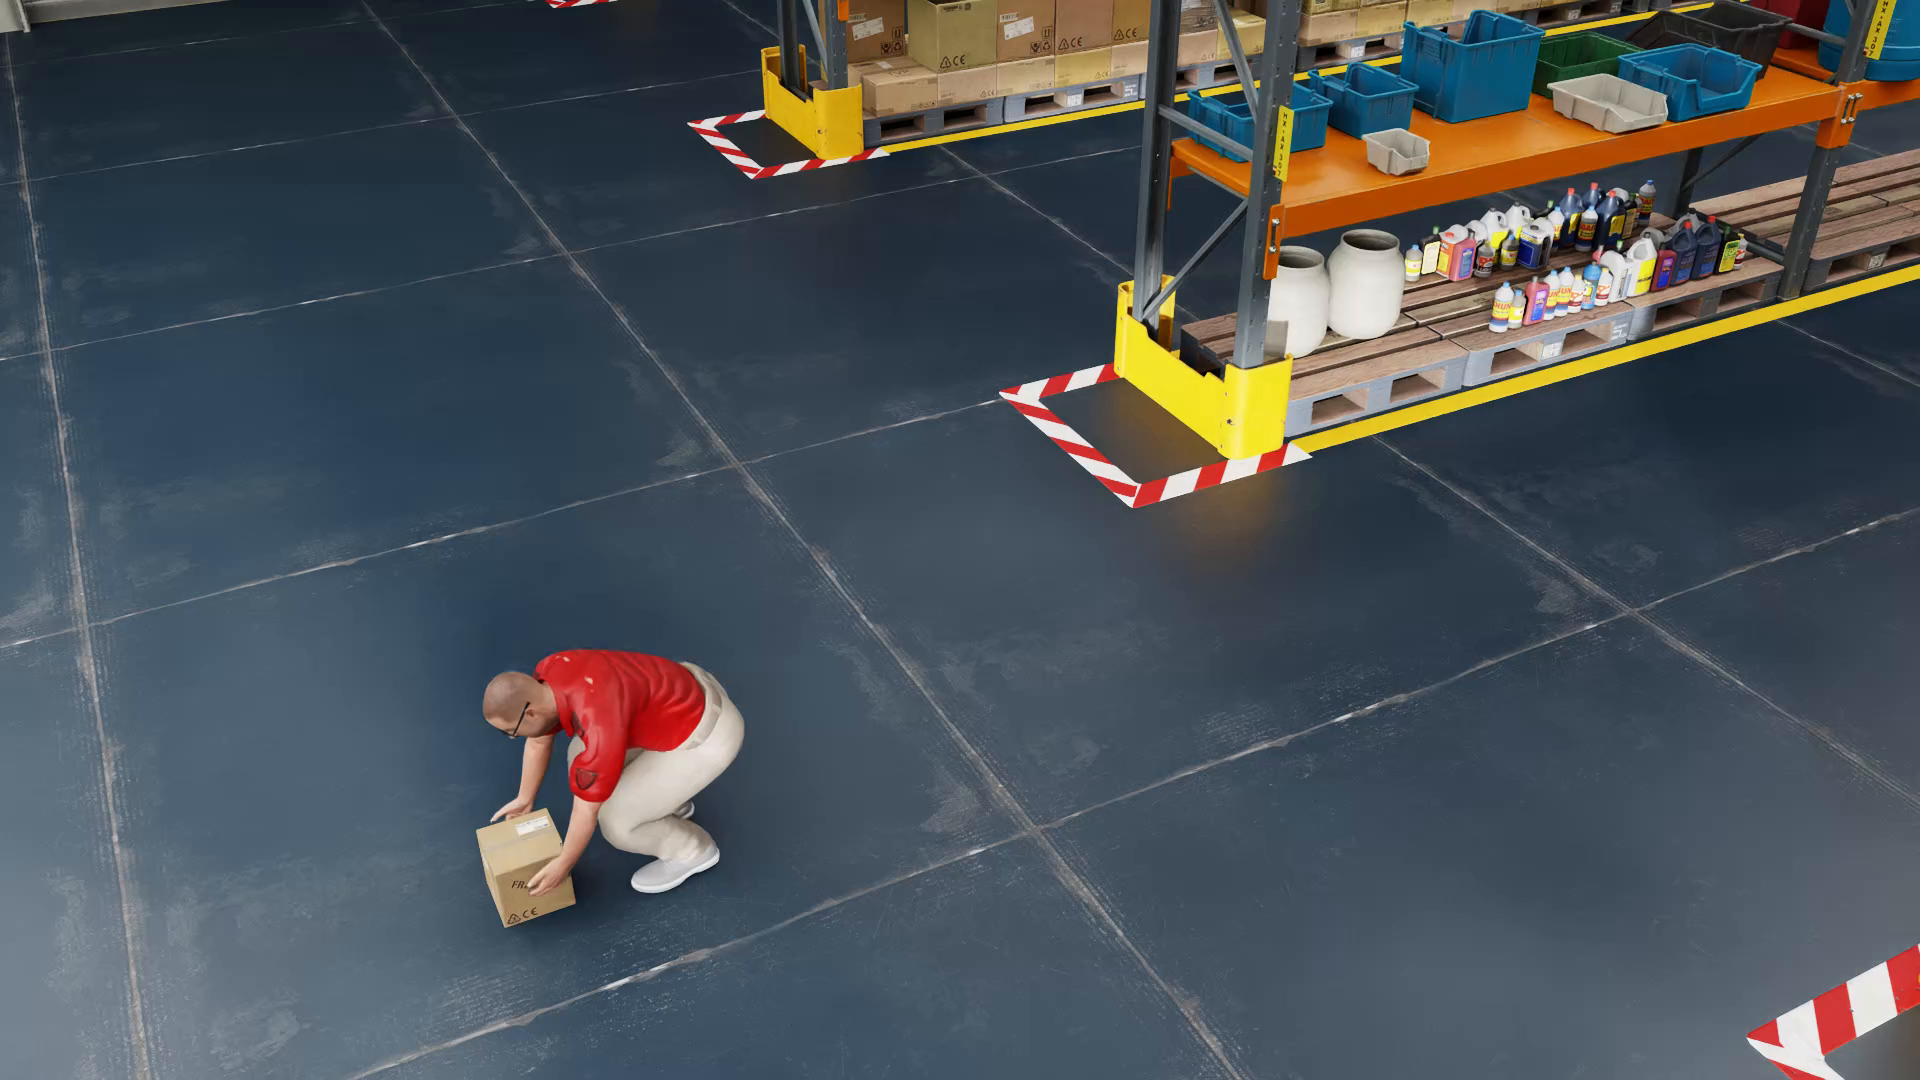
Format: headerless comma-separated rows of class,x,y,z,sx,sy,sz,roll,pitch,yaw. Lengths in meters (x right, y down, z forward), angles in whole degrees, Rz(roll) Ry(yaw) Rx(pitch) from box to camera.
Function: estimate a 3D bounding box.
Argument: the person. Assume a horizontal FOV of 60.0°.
person,-1.241,0.748,5.667,0.961,1.002,0.523,-18,37,-25
